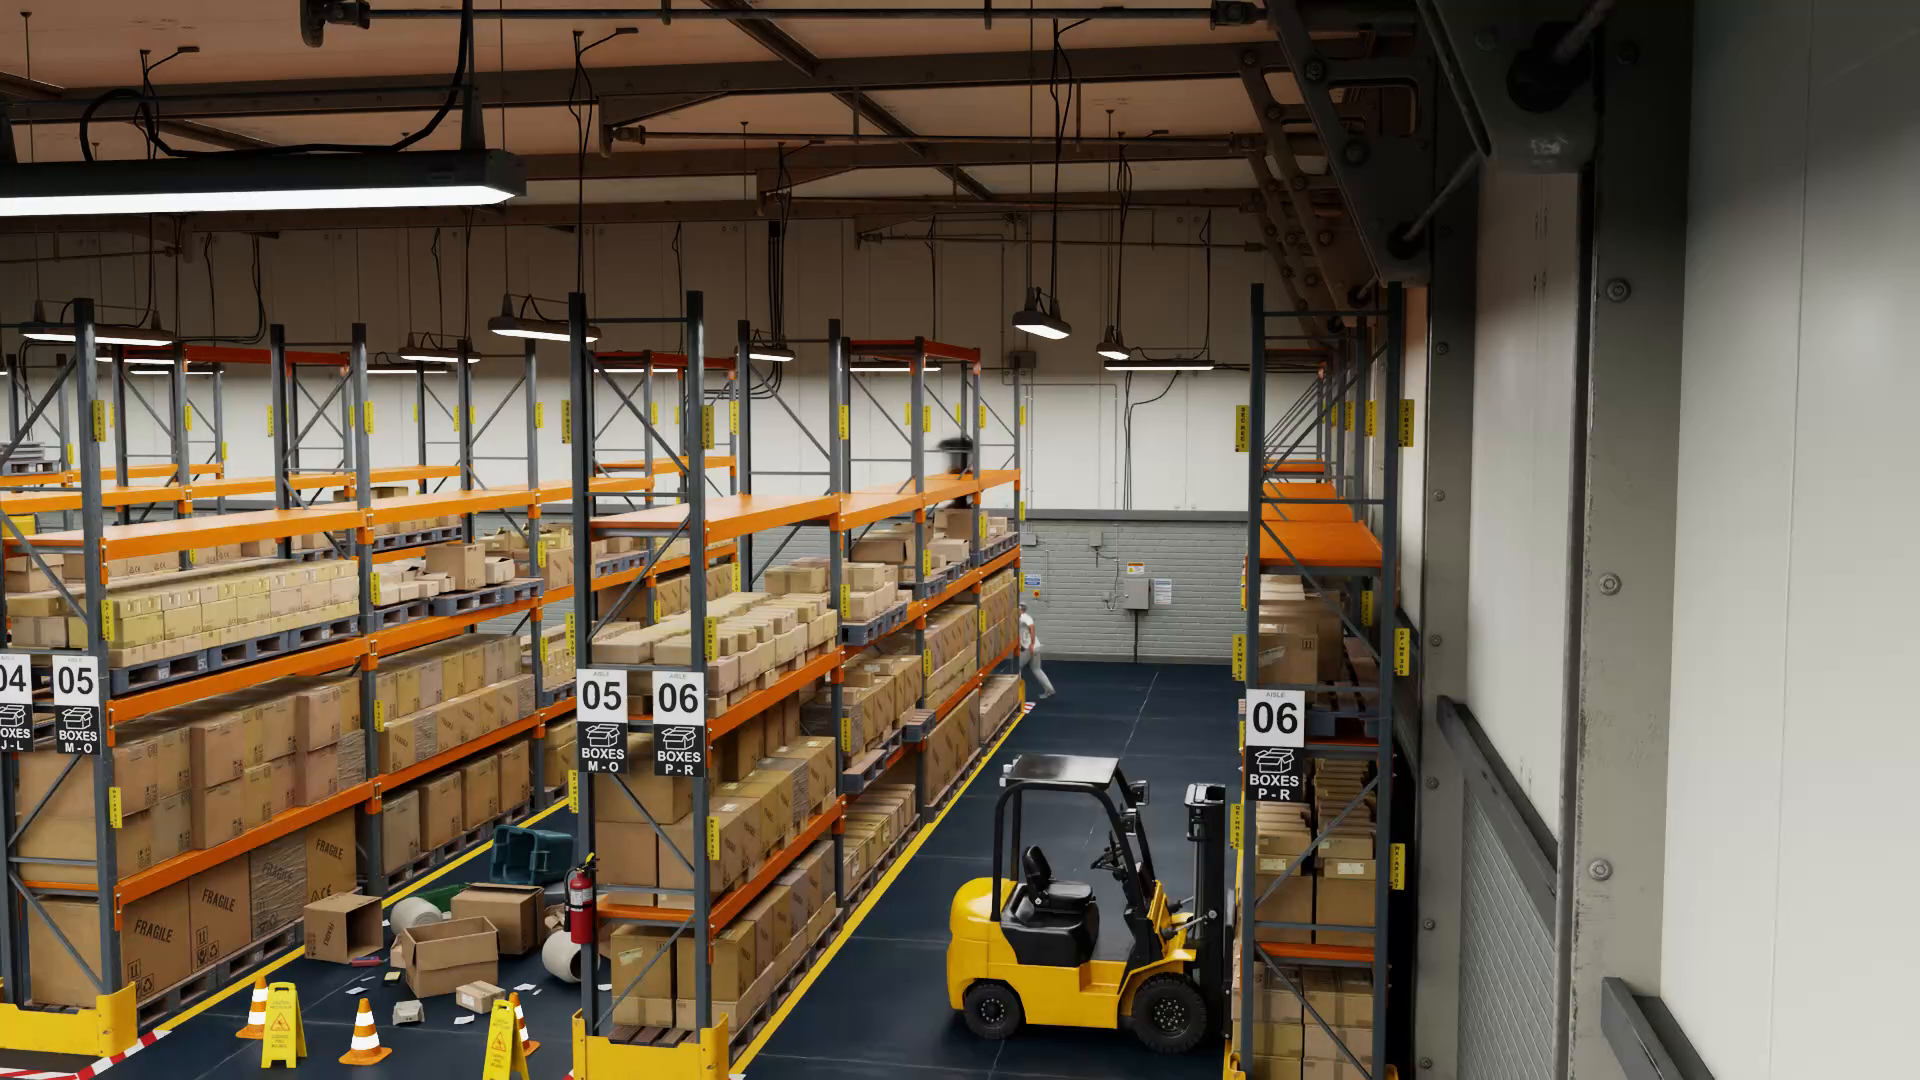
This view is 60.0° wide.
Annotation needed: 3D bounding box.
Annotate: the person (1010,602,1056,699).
[{"bbox_3d":[1.207,1.969,29.168,0.995,1.799,0.571,2,5,28],"label":"person"}]
